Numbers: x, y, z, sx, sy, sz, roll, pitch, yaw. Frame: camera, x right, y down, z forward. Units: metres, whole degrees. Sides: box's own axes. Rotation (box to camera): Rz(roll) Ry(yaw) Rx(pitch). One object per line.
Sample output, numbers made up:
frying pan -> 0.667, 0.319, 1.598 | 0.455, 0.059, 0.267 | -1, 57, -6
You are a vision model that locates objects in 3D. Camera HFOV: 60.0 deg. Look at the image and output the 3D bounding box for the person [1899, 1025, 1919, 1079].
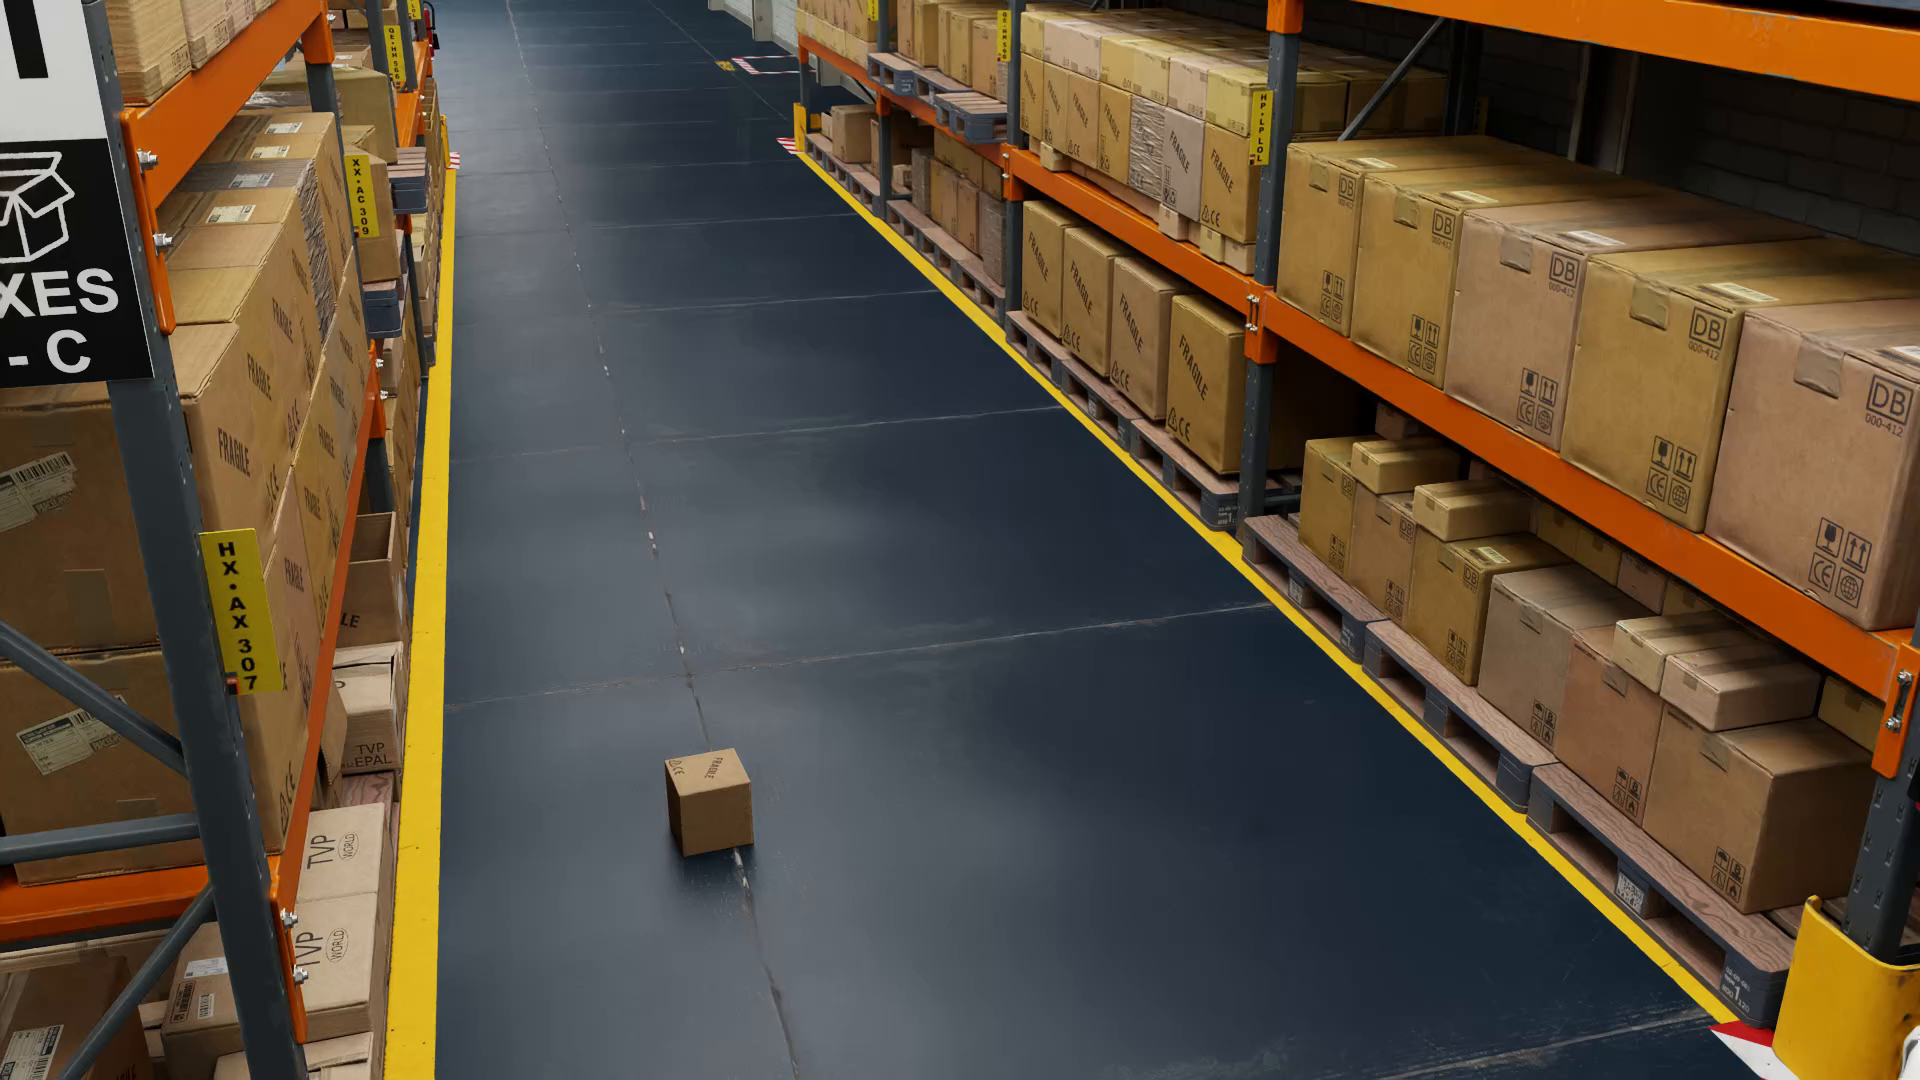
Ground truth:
person -> 1.801, 1.324, 2.860 | 0.570, 1.773, 0.462 | -15, 27, -32
